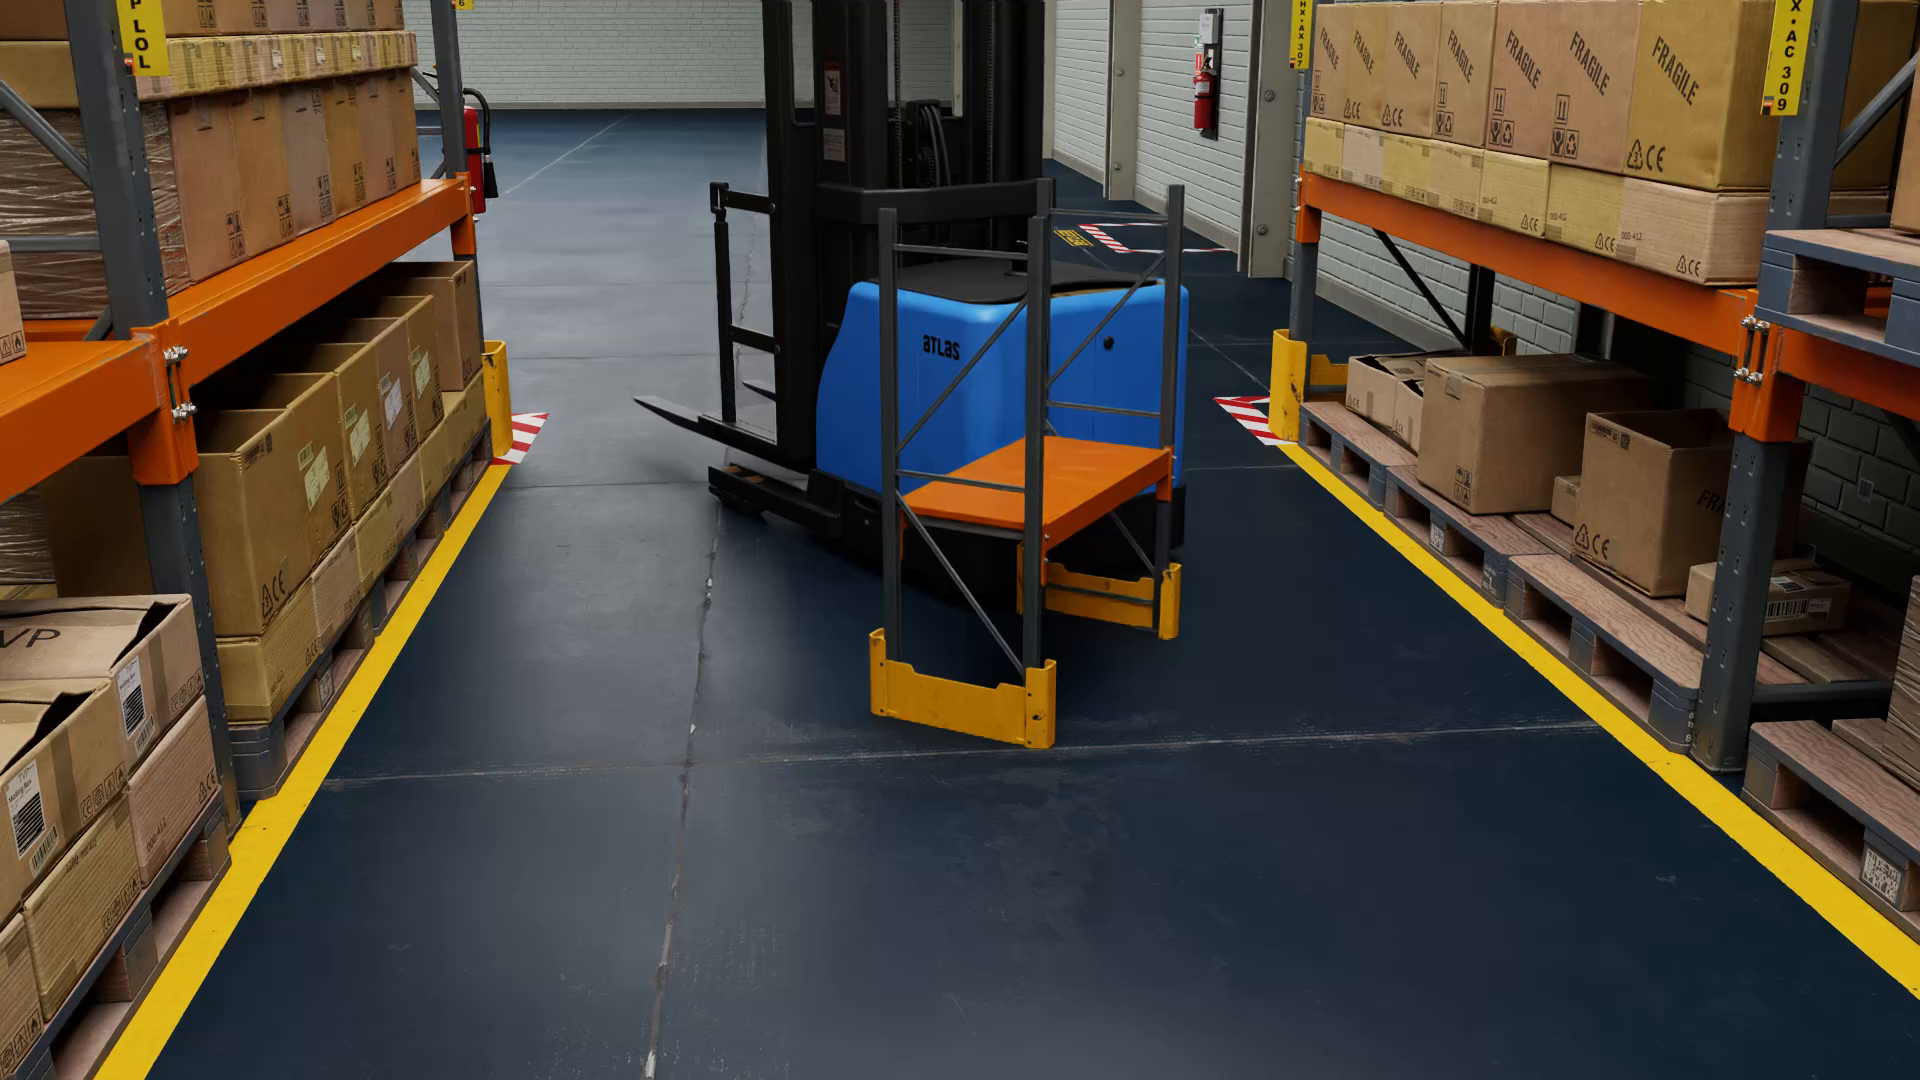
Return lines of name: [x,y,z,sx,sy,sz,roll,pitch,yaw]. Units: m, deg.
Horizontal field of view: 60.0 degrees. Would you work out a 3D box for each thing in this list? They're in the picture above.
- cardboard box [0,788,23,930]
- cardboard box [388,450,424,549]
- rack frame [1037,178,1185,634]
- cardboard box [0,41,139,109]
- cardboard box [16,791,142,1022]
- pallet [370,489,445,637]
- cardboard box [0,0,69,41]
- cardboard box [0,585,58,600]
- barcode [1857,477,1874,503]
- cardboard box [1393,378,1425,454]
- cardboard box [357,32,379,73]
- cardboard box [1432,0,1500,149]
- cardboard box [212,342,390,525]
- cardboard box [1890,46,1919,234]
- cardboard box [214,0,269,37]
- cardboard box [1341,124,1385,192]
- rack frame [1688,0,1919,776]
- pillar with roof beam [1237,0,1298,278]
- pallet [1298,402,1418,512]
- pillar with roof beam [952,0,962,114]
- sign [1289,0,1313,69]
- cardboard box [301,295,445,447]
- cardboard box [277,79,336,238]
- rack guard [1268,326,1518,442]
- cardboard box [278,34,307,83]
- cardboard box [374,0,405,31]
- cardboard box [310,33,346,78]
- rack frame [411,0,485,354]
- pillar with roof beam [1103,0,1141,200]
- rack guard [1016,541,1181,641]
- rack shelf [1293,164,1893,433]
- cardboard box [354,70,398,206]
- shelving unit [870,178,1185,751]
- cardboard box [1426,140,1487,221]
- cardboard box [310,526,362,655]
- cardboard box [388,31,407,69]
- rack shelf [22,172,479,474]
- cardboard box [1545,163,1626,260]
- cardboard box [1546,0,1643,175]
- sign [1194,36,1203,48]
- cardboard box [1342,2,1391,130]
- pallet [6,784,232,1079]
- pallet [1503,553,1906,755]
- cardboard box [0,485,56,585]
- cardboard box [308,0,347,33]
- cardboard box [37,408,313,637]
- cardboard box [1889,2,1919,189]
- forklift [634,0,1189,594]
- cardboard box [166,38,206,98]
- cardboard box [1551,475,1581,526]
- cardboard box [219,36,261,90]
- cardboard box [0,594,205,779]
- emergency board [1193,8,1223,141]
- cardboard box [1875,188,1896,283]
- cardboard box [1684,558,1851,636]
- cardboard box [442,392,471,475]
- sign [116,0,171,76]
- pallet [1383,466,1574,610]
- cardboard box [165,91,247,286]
cardboard box: [-1.921,0.600,2.712,0.500,0.311,0.500,-2,18,-6]
cardboard box: [-2.253,-0.142,6.012,0.500,0.250,0.500,-2,18,-6]
rack frame: [0.479,-0.431,5.547,0.500,1.500,0.032,9,20,27]
cardboard box: [-2.192,-1.103,3.932,0.380,0.149,0.250,-2,18,-6]
cardboard box: [-1.975,0.717,3.273,0.500,0.250,0.500,-2,18,-6]
pallet: [-2.526,0.068,6.107,1.003,0.211,1.213,-2,18,-6]
cardboard box: [-2.409,-1.458,3.981,0.700,0.500,0.500,-2,18,-5]
cardboard box: [-2.622,0.321,4.537,0.500,0.250,0.500,-2,18,-6]
barcode: [2.753,-0.152,5.057,0.001,0.075,0.075,-2,18,-6]
cardboard box: [2.198,-0.554,7.187,0.500,0.311,0.500,0,17,-1]
cardboard box: [-2.462,-1.871,6.380,0.380,0.149,0.250,-2,17,-5]
cardboard box: [2.061,-1.694,6.032,0.500,0.500,0.500,-1,17,-4]
cardboard box: [-2.196,-0.351,5.426,0.500,0.500,0.500,-2,18,-6]
cardboard box: [2.589,-0.918,3.693,0.700,0.500,0.500,-2,18,-5]
cardboard box: [-2.513,-1.758,4.936,0.700,0.500,0.500,-2,18,-6]
cardboard box: [1.960,-1.634,7.090,0.500,0.250,0.500,-2,18,-7]
rack frame: [2.570,-0.814,4.261,1.000,3.000,0.127,-2,18,-6]
pillar with roof beam: [-1.811,-6.340,11.849,9.100,9.000,0.400,-2,18,-6]
pallet: [2.214,-0.409,7.628,1.003,0.211,1.213,-2,18,-6]
pillar with roof beam: [-4.286,-13.491,34.625,9.100,9.000,0.400,-2,18,-6]
sign: [1.618,-2.402,7.873,0.100,0.325,0.005,-2,18,-6]
cardboard box: [-2.300,-0.649,6.375,0.500,0.500,0.500,-2,18,-6]
cardboard box: [-2.571,-1.298,5.638,0.700,0.500,0.500,-1,17,-4]
rack guard: [2.165,-0.790,8.359,1.175,0.500,0.348,-2,18,-6]
cardboard box: [-2.355,-1.564,5.401,0.380,0.149,0.250,-2,18,-6]
cardboard box: [-2.728,-2.363,6.862,0.700,0.500,0.500,-2,18,-5]
cardboard box: [-2.405,-1.715,5.881,0.380,0.149,0.250,-1,17,-4]
rack frame: [-2.769,-1.851,7.566,1.000,3.000,0.127,-2,18,-6]
pillar with roof beam: [-2.429,-8.128,17.543,9.100,9.000,0.400,-2,18,-6]
rack guard: [0.470,0.170,5.718,0.587,0.250,0.087,9,20,27]
rack shelf: [2.364,-1.066,6.266,1.077,0.370,4.000,-2,18,-6]
cardboard box: [-2.675,-1.603,6.609,0.700,0.500,0.500,-1,17,-4]
shelving unit: [0.236,-0.294,5.111,0.587,1.500,1.083,9,20,27]
cardboard box: [2.056,-1.331,6.126,0.500,0.250,0.500,-2,18,-5]
cardboard box: [-2.149,0.155,5.064,0.500,0.250,0.500,-2,18,-6]
cardboard box: [-2.512,-2.022,6.861,0.380,0.149,0.250,-1,17,-4]
rack shelf: [-2.563,-0.912,5.775,1.077,0.370,4.000,-2,18,-6]
cardboard box: [2.177,-1.032,5.173,0.500,0.250,0.500,-2,18,-5]
cardboard box: [2.157,-1.389,5.059,0.500,0.500,0.500,-2,18,-6]
sign: [2.292,-4.785,15.965,0.001,0.109,0.331,-2,18,-6]
cardboard box: [1.949,-2.002,7.011,0.500,0.500,0.500,-2,18,-5]
pallet: [-2.242,0.889,3.492,1.003,0.211,1.213,-2,18,-6]
pallet: [2.466,0.318,5.312,1.003,0.211,1.213,-2,18,-6]
cardboard box: [-2.662,-0.186,4.901,0.500,0.500,0.500,-2,18,-6]
cardboard box: [-2.616,-2.056,5.885,0.700,0.500,0.500,-2,18,-5]
cardboard box: [-2.093,-0.054,4.477,0.500,0.500,0.500,-2,18,-6]
cardboard box: [2.729,-1.256,4.634,0.500,0.500,0.500,-2,18,-7]
forklift: [-0.426,-1.583,6.827,1.130,2.935,3.031,-13,21,-35]
cardboard box: [-2.246,-1.254,4.415,0.380,0.149,0.250,-2,18,-7]
cardboard box: [2.425,-0.140,6.142,0.380,0.149,0.250,-3,18,-10]
cardboard box: [-2.298,-1.407,4.901,0.380,0.149,0.250,-2,18,-7]
cardboard box: [-2.030,0.296,3.679,0.500,0.311,0.500,-2,18,-6]
emergency board: [2.254,-4.349,15.520,0.194,1.169,0.643,-2,18,-6]
cardboard box: [2.735,-0.898,4.747,0.500,0.250,0.500,-2,17,-5]
cardboard box: [2.485,0.170,5.124,0.380,0.166,0.250,-4,18,-13]
cardboard box: [-2.357,-0.440,6.961,0.500,0.250,0.500,-2,18,-6]
sign: [-1.818,-1.194,3.671,0.100,0.325,0.005,-2,18,-6]
pallet: [2.337,-0.046,6.473,1.003,0.211,1.213,-2,18,-6]
cardboard box: [-2.470,-0.996,4.675,0.700,0.500,0.500,-2,18,-6]
